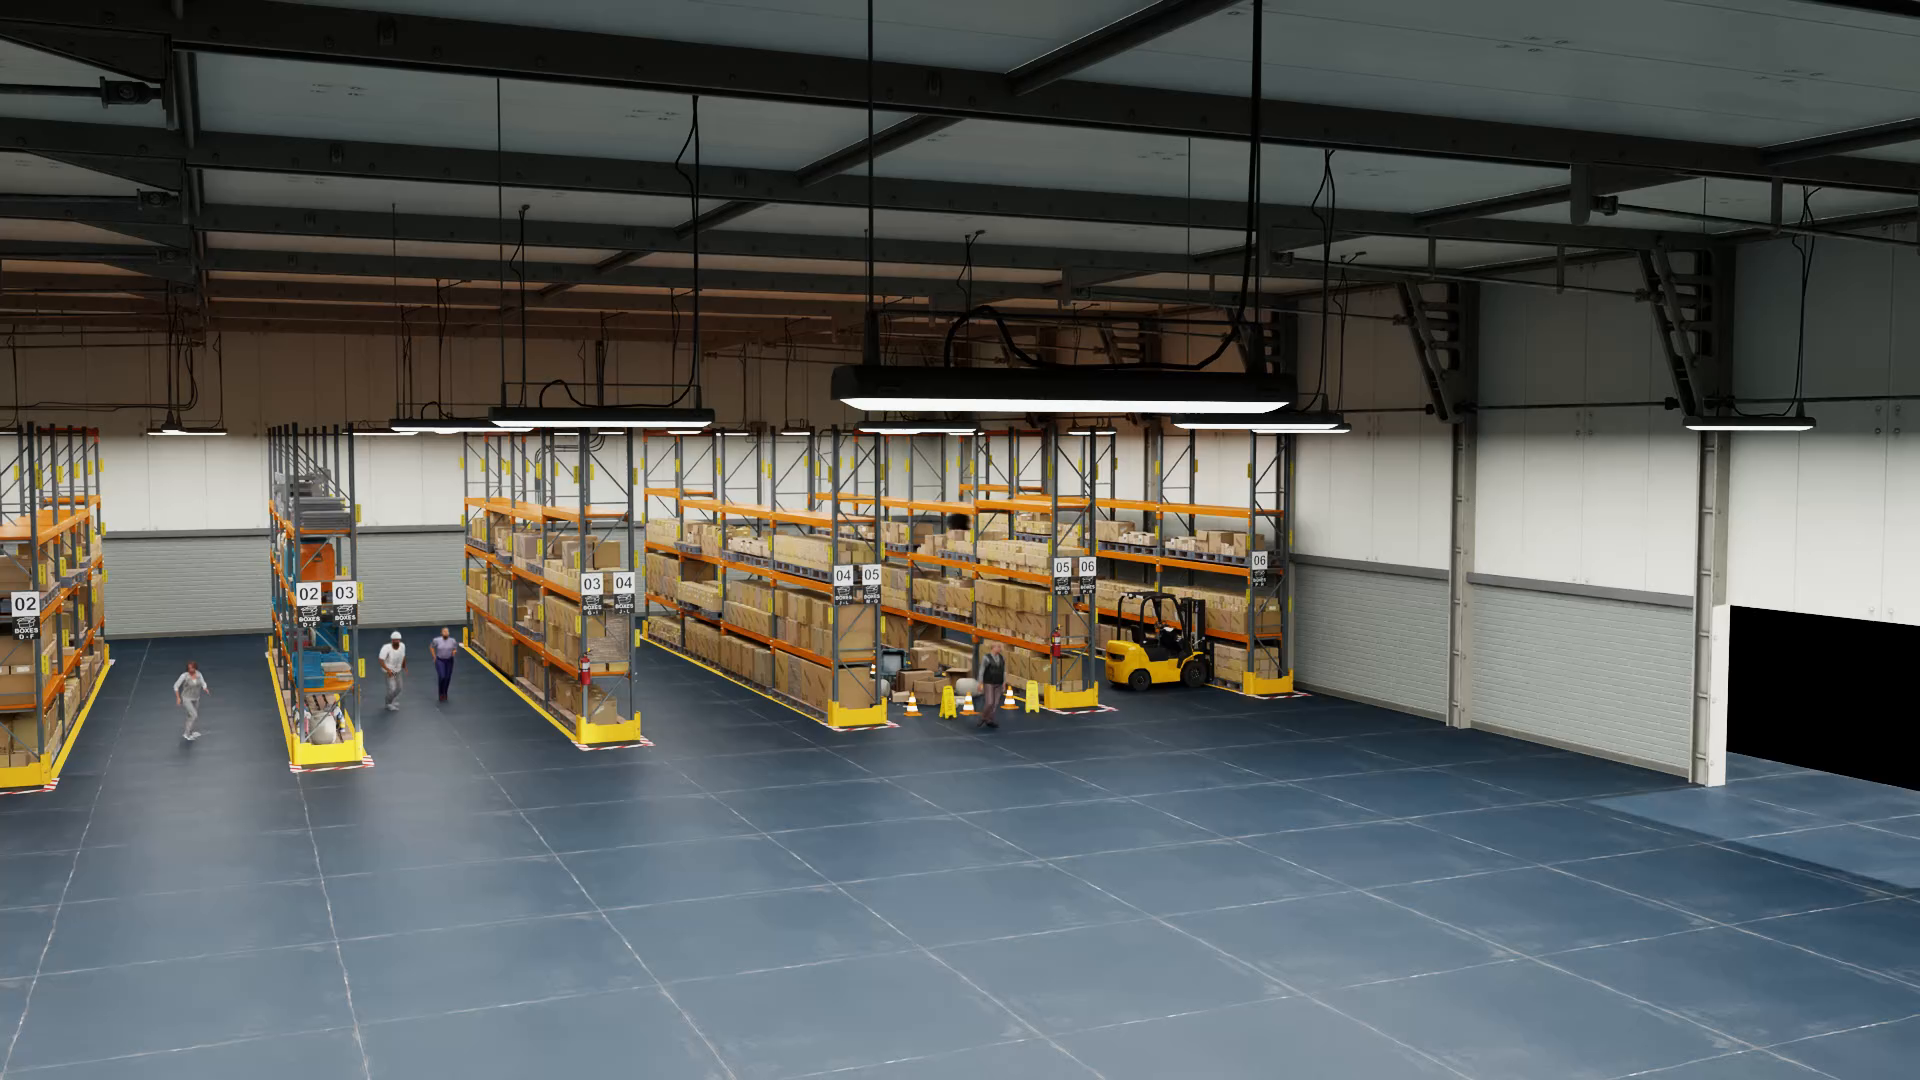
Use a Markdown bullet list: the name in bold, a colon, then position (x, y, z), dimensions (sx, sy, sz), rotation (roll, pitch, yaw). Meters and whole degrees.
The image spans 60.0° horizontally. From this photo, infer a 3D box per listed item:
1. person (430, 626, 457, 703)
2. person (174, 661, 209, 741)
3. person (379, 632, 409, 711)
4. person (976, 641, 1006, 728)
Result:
- **person**: position (-11.242, 2.709, 36.269), dimensions (0.529, 1.666, 0.795), rotation (-2, 4, -33)
- **person**: position (-14.580, 3.057, 31.624), dimensions (0.779, 1.555, 0.554), rotation (1, 4, 21)
- **person**: position (-11.956, 2.752, 34.934), dimensions (0.787, 1.687, 0.658), rotation (2, 4, 33)
- **person**: position (0.626, 2.897, 32.770), dimensions (0.619, 1.617, 0.443), rotation (-2, 4, -34)
